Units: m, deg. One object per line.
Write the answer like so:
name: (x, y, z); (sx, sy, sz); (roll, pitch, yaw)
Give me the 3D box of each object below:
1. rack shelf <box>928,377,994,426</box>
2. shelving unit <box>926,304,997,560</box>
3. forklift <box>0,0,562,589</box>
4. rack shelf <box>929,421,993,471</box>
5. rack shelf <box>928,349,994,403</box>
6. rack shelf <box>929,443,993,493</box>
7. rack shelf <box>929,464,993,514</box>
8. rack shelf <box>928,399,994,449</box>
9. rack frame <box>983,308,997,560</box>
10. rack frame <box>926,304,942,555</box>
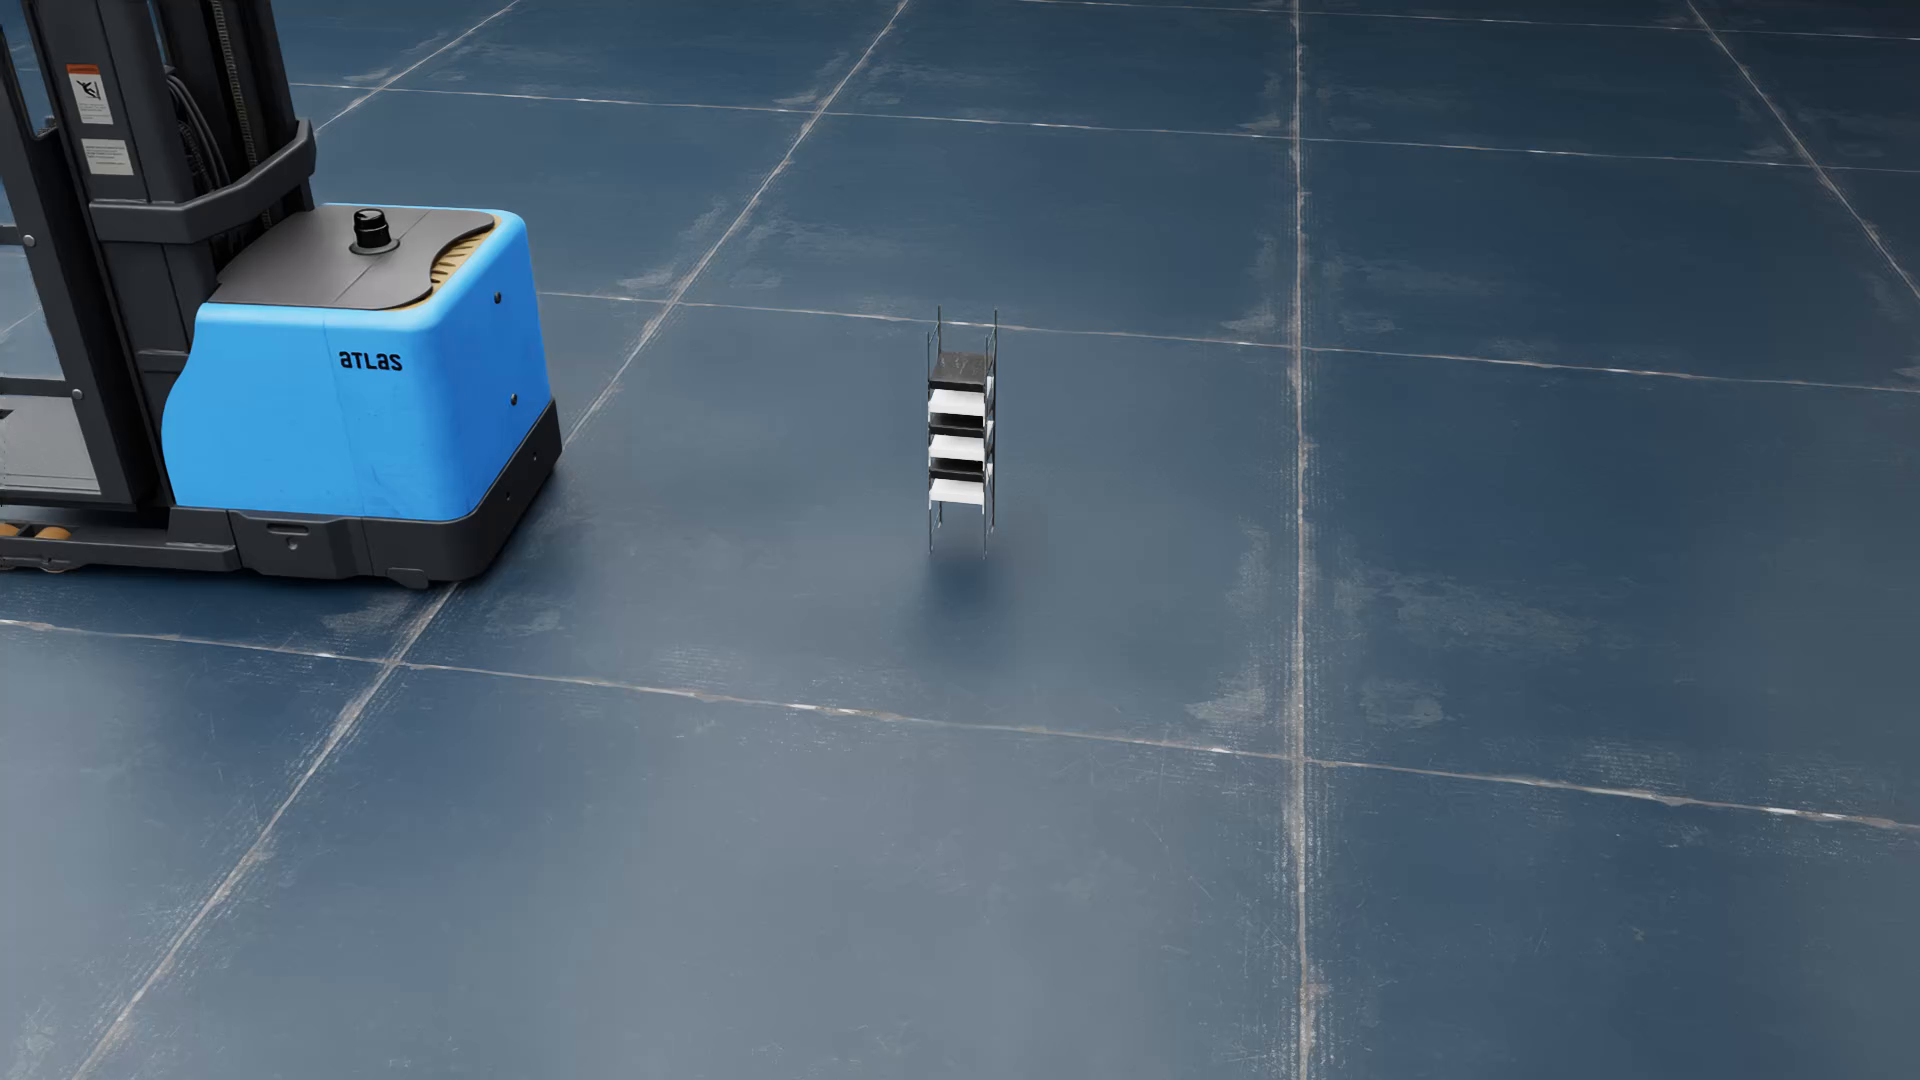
rack shelf: (0.008, -0.505, 5.932); (0.200, 0.077, 0.258); (5, 32, 8)
shelving unit: (0.008, -0.381, 6.010); (0.210, 0.900, 0.258); (5, 32, 8)
forklift: (-3.151, -1.396, 5.717); (3.031, 2.935, 1.130); (3, 32, 5)
rack shelf: (0.008, -0.352, 6.028); (0.200, 0.077, 0.258); (5, 32, 8)
rack shelf: (0.008, -0.581, 5.884); (0.200, 0.077, 0.258); (5, 32, 8)
rack shelf: (0.008, -0.276, 6.076); (0.200, 0.077, 0.258); (5, 32, 8)
rack shelf: (0.008, -0.200, 6.123); (0.200, 0.077, 0.258); (5, 32, 8)
rack shelf: (0.008, -0.429, 5.980); (0.200, 0.077, 0.258); (5, 32, 8)
rack frame: (0.108, -0.372, 5.996); (0.006, 0.900, 0.240); (5, 32, 8)
rack frame: (-0.092, -0.390, 6.025); (0.006, 0.900, 0.240); (5, 32, 8)
